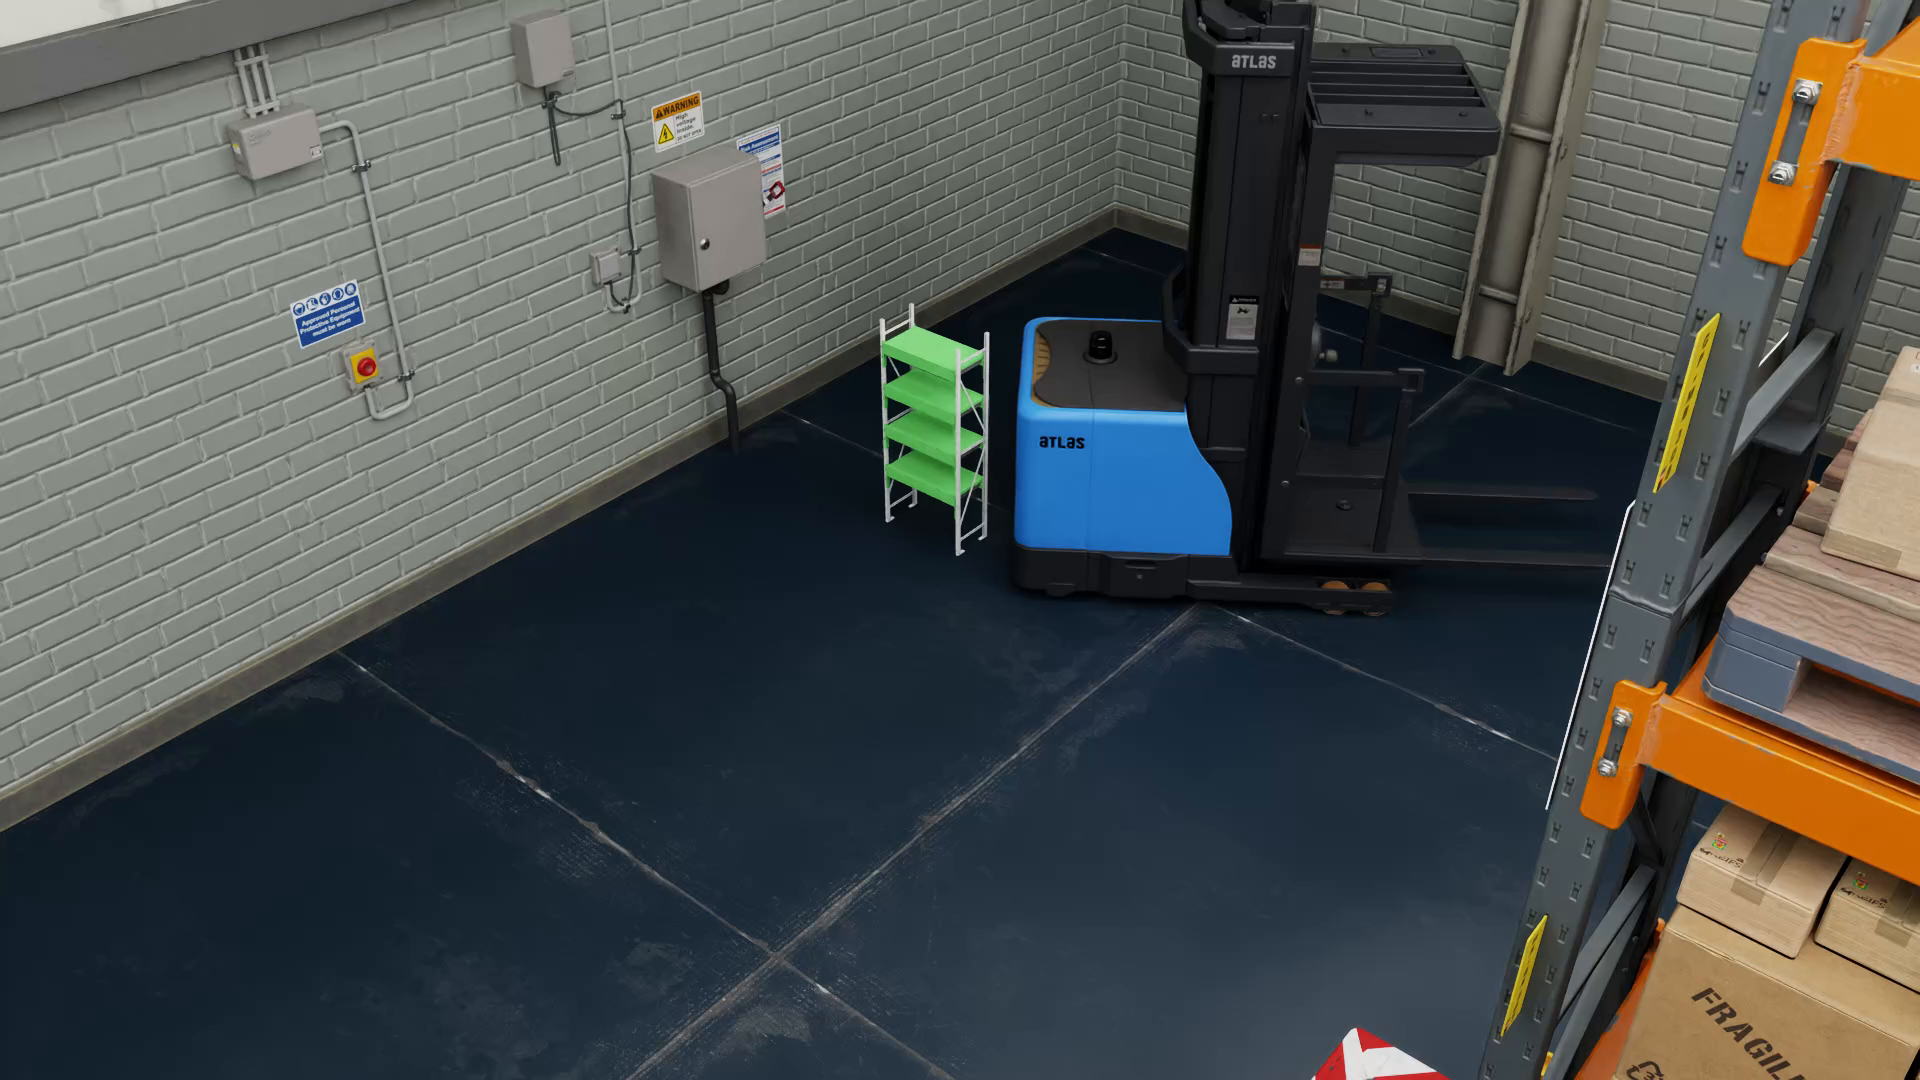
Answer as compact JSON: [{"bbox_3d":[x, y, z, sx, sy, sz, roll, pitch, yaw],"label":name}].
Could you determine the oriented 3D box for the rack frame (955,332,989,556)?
[{"bbox_3d":[0.060,-0.466,8.369,0.015,1.200,0.240,25,42,32],"label":"rack frame"}]

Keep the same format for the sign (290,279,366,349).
[{"bbox_3d":[-2.775,-0.994,7.309,0.001,0.218,0.327,25,42,32],"label":"sign"}]

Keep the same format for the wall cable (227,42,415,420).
[{"bbox_3d":[-2.698,-1.313,7.087,0.123,1.953,0.585,25,42,32],"label":"wall cable"}]

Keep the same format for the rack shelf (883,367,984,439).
[{"bbox_3d":[-0.127,-0.700,8.398,0.480,0.148,0.258,25,42,32],"label":"rack shelf"}]

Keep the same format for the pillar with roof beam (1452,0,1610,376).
[{"bbox_3d":[0.574,-2.979,5.139,0.400,9.000,9.100,25,42,32],"label":"pillar with roof beam"}]

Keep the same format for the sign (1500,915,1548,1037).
[{"bbox_3d":[1.291,1.000,3.809,0.005,0.325,0.100,25,42,32],"label":"sign"}]

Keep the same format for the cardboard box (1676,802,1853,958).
[{"bbox_3d":[1.747,0.679,3.567,0.250,0.149,0.380,26,42,33],"label":"cardboard box"}]

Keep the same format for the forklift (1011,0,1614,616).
[{"bbox_3d":[1.796,-1.146,7.830,3.031,2.935,1.130,2,35,3],"label":"forklift"}]

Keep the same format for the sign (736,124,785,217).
[{"bbox_3d":[-1.085,-1.993,9.087,0.001,0.494,0.329,25,42,32],"label":"sign"}]

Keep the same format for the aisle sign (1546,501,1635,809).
[{"bbox_3d":[1.410,0.179,3.543,0.004,0.787,0.394,25,42,32],"label":"aisle sign"}]

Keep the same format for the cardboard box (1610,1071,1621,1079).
[{"bbox_3d":[1.836,1.408,3.961,0.500,0.500,0.500,25,42,31],"label":"cardboard box"}]

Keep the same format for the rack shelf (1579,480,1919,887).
[{"bbox_3d":[3.188,0.935,2.724,4.000,0.370,1.077,25,42,32],"label":"rack shelf"}]

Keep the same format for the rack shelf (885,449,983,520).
[{"bbox_3d":[-0.127,-0.304,8.670,0.480,0.148,0.258,25,42,32],"label":"rack shelf"}]

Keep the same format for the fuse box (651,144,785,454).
[{"bbox_3d":[-1.241,-1.212,9.003,0.414,1.711,0.539,25,42,32],"label":"fuse box"}]

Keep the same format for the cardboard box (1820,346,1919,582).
[{"bbox_3d":[2.054,-0.114,3.291,0.500,0.250,0.500,21,40,28],"label":"cardboard box"}]

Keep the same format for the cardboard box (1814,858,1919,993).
[{"bbox_3d":[1.994,0.743,3.474,0.250,0.149,0.380,26,42,33],"label":"cardboard box"}]

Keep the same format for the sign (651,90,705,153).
[{"bbox_3d":[-1.436,-2.134,8.478,0.001,0.242,0.339,25,42,32],"label":"sign"}]

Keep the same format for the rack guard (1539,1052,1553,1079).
[{"bbox_3d":[1.632,2.172,5.145,0.348,0.500,1.175,25,42,32],"label":"rack guard"}]

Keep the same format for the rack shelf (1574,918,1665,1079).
[{"bbox_3d":[3.188,2.172,3.574,4.000,0.370,1.077,25,42,32],"label":"rack shelf"}]

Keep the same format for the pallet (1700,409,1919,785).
[{"bbox_3d":[2.228,0.215,3.216,1.213,0.211,1.003,25,42,32],"label":"pallet"}]

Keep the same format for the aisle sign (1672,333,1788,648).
[{"bbox_3d":[1.794,-0.082,3.923,0.004,0.787,0.394,25,42,32],"label":"aisle sign"}]

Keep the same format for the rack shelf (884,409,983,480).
[{"bbox_3d":[-0.127,-0.502,8.534,0.480,0.148,0.258,25,42,32],"label":"rack shelf"}]

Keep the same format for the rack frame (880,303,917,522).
[{"bbox_3d":[-0.315,-0.643,8.626,0.015,1.200,0.240,25,42,32],"label":"rack frame"}]

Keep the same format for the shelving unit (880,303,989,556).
[{"bbox_3d":[-0.127,-0.555,8.498,0.503,1.200,0.258,25,42,32],"label":"shelving unit"}]

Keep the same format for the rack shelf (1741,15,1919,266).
[{"bbox_3d":[3.188,-0.136,1.988,4.000,0.370,1.077,25,42,32],"label":"rack shelf"}]

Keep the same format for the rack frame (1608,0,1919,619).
[{"bbox_3d":[1.651,-1.322,2.726,0.127,3.000,1.000,25,42,32],"label":"rack frame"}]

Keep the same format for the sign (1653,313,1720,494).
[{"bbox_3d":[1.291,-0.239,2.957,0.005,0.325,0.100,25,42,32],"label":"sign"}]

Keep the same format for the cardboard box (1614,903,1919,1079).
[{"bbox_3d":[1.837,0.995,3.680,0.500,0.500,0.500,24,41,31],"label":"cardboard box"}]

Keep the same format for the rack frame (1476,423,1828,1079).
[{"bbox_3d":[1.651,1.151,4.425,0.127,3.000,1.000,25,42,32],"label":"rack frame"}]

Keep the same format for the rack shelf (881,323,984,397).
[{"bbox_3d":[-0.127,-0.898,8.262,0.480,0.148,0.258,25,42,32],"label":"rack shelf"}]
